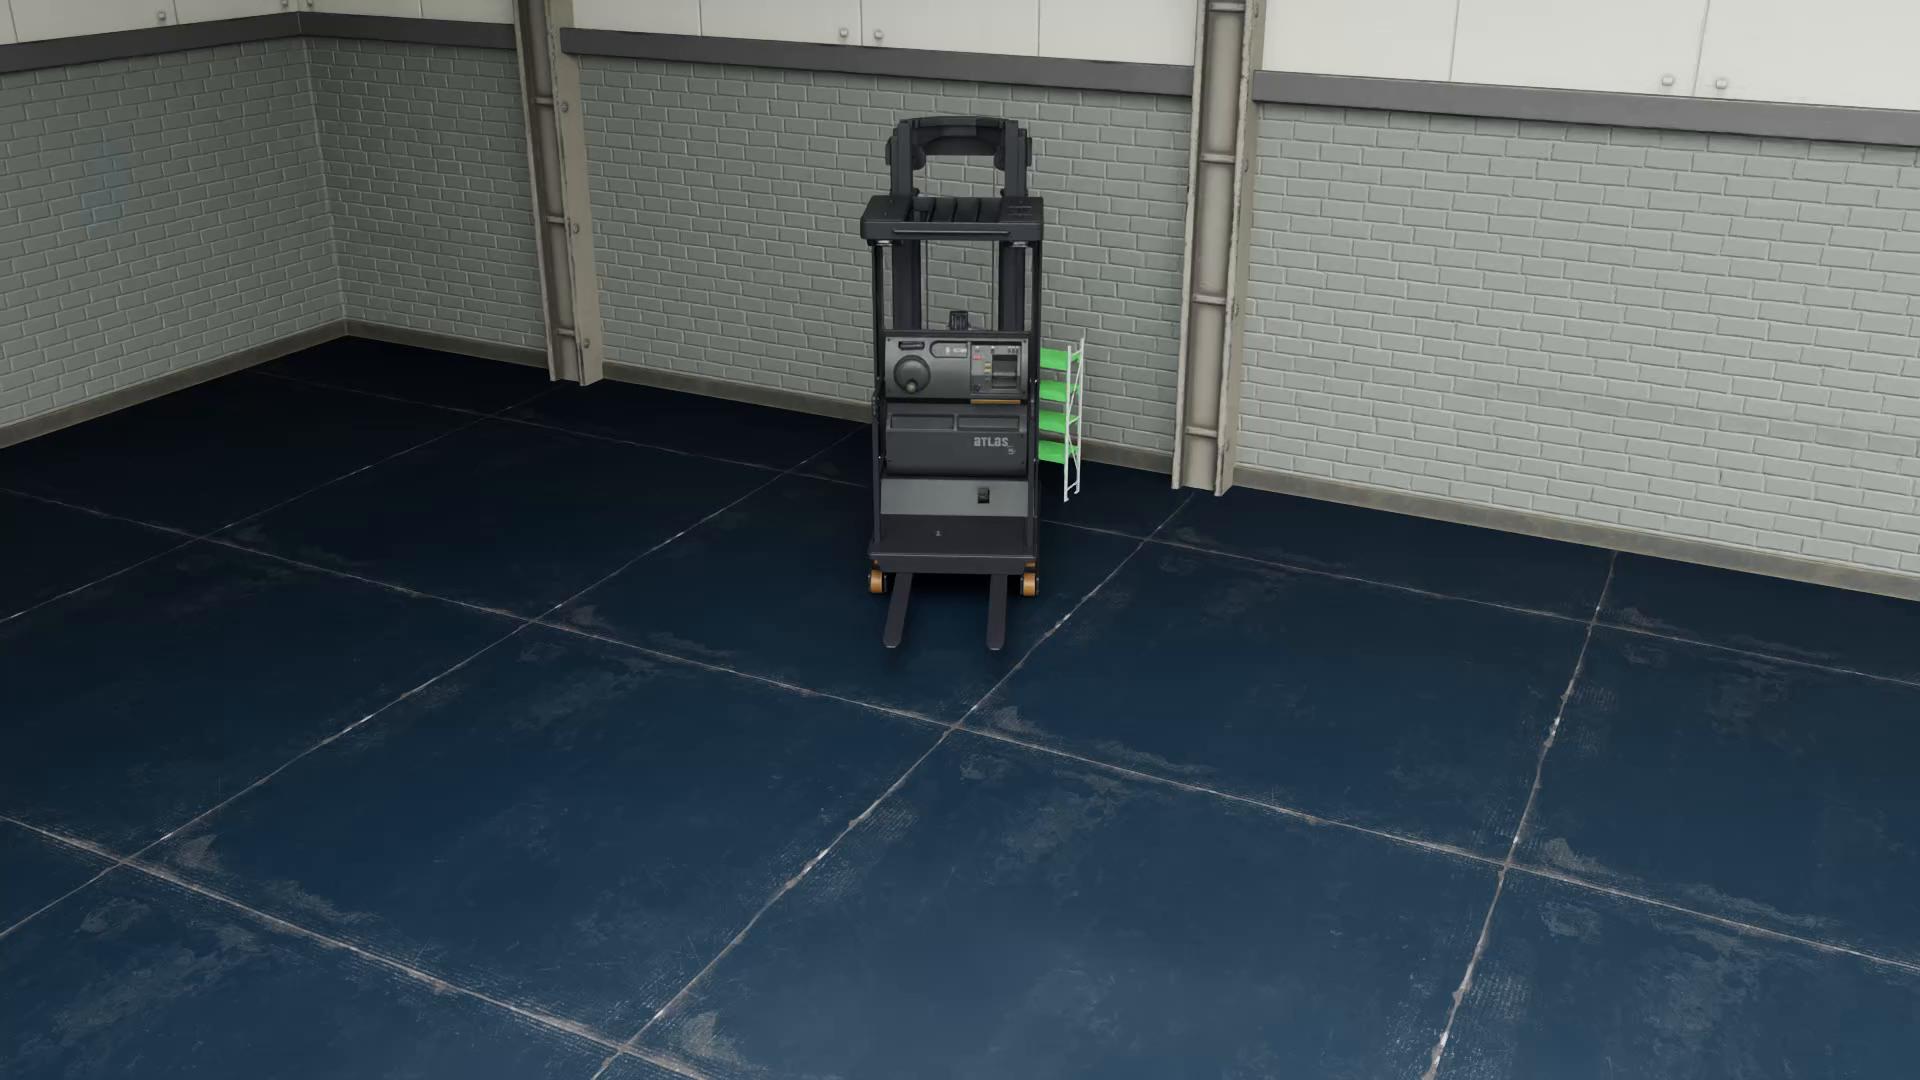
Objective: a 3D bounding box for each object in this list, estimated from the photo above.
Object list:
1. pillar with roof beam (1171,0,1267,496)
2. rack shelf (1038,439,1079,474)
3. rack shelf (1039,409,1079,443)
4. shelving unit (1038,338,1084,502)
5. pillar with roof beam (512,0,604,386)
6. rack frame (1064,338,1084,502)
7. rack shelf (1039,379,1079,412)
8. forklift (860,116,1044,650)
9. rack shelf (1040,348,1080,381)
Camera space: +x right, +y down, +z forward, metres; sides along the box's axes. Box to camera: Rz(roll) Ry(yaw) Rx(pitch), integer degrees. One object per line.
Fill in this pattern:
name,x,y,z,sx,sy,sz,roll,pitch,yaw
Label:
pillar with roof beam,-0.087,-3.053,7.431,0.400,9.000,9.100,11,25,25
rack shelf,0.626,-0.647,12.516,0.480,0.148,0.258,12,26,26
rack shelf,0.626,-0.868,12.422,0.480,0.148,0.258,12,26,26
shelving unit,0.626,-0.927,12.397,0.503,1.200,0.258,12,26,26
pillar with roof beam,-5.441,-4.113,9.923,0.400,9.000,9.100,11,25,25
rack frame,0.841,-0.882,12.290,0.015,1.200,0.240,12,26,26
rack shelf,0.626,-1.089,12.328,0.480,0.148,0.258,12,26,26
forklift,-0.030,-1.104,10.601,1.130,2.935,3.031,1,23,2
rack shelf,0.626,-1.310,12.234,0.480,0.148,0.258,12,26,26
